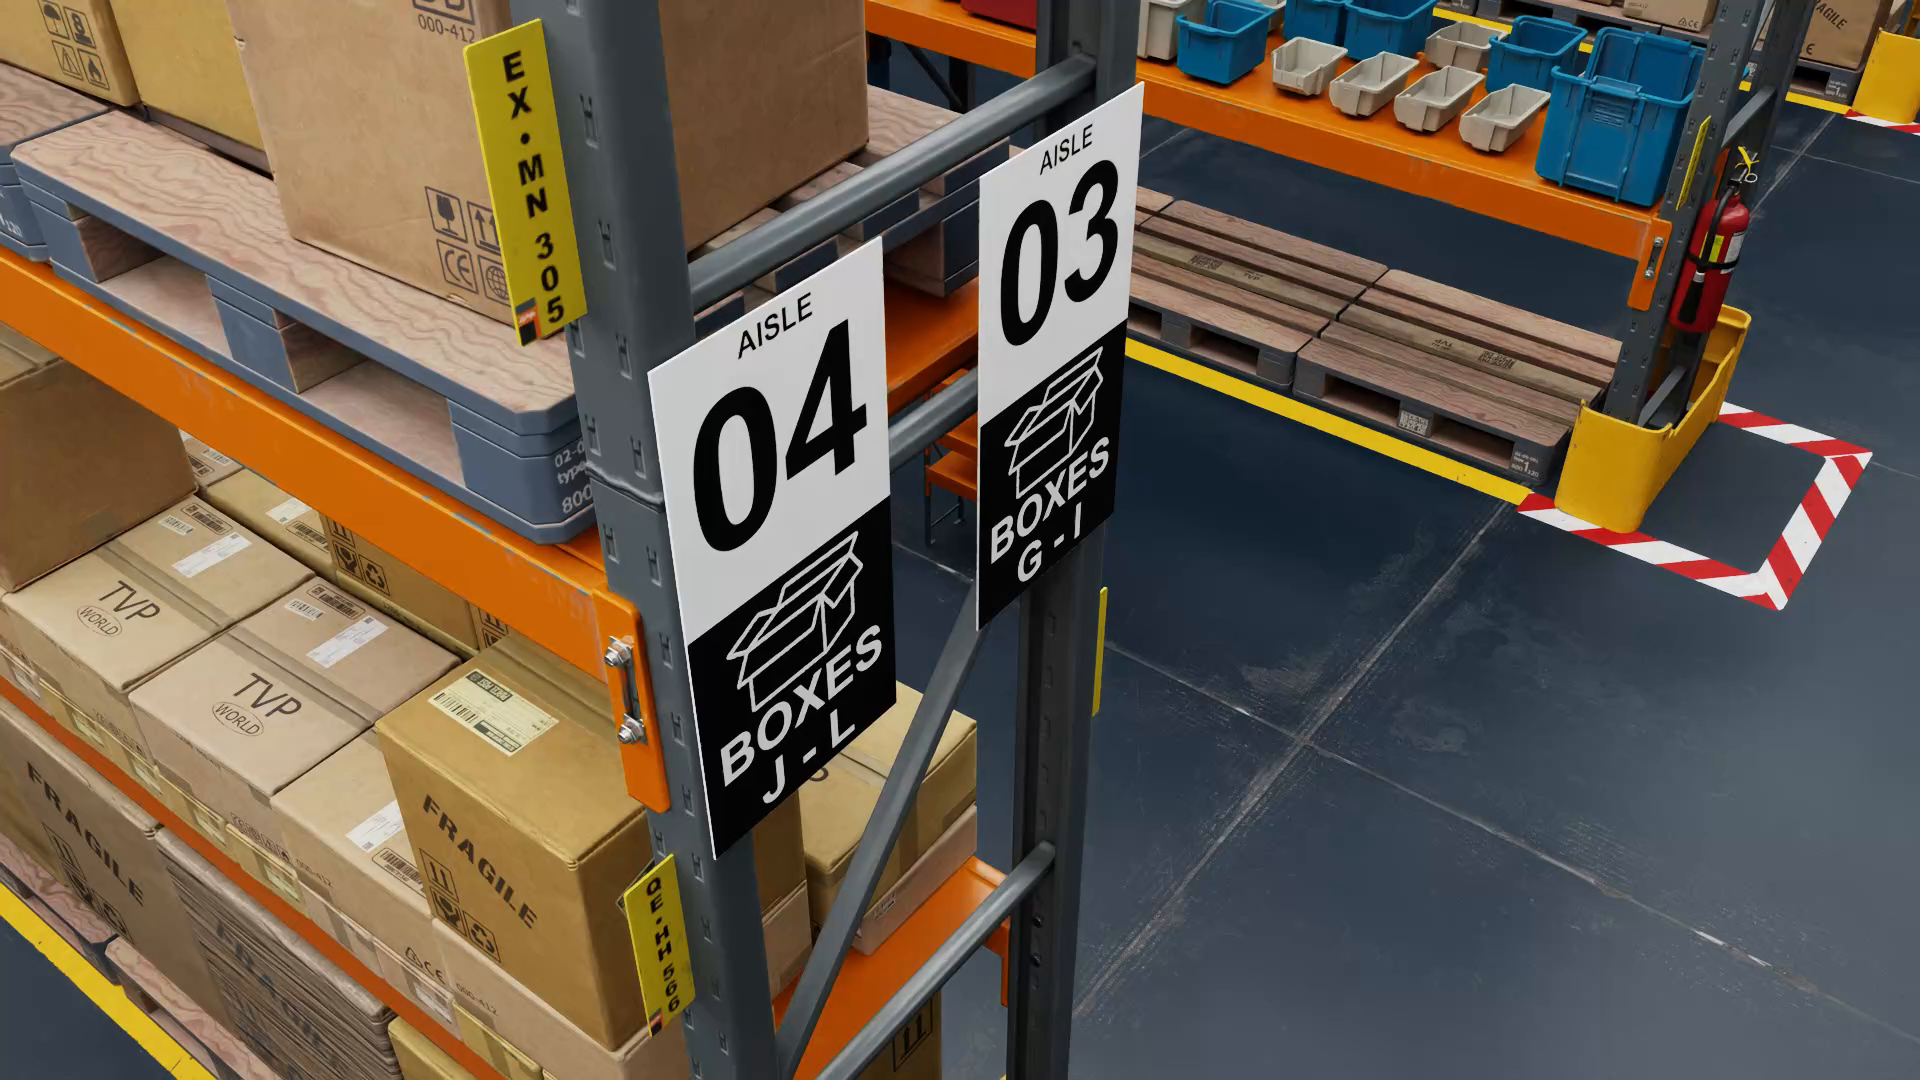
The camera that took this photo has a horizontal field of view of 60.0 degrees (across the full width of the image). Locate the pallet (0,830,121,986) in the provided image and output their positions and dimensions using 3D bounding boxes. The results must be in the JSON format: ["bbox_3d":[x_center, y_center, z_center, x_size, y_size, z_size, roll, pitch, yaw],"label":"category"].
[{"bbox_3d":[-2.713,0.806,5.550,1.213,0.211,1.003,25,45,29],"label":"pallet"}]

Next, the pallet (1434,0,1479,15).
[{"bbox_3d":[3.297,-4.109,11.827,1.213,0.211,1.003,25,45,29],"label":"pallet"}]

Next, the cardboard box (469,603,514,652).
[{"bbox_3d":[-0.707,0.030,3.550,0.500,0.500,0.500,24,44,28],"label":"cardboard box"}]

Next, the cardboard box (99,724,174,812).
[{"bbox_3d":[-1.789,0.437,3.963,0.250,0.149,0.380,26,45,29],"label":"cardboard box"}]

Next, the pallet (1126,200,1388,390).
[{"bbox_3d":[1.320,-1.230,8.149,1.213,0.211,1.003,25,45,29],"label":"pallet"}]

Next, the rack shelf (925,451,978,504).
[{"bbox_3d":[0.131,-0.201,6.465,0.480,0.148,0.258,25,45,29],"label":"rack shelf"}]

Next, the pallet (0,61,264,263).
[{"bbox_3d":[-1.661,-0.993,3.224,1.213,0.211,1.003,25,45,29],"label":"pallet"}]

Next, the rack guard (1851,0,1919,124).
[{"bbox_3d":[5.869,-3.011,10.190,0.348,0.500,1.175,25,45,29],"label":"rack guard"}]

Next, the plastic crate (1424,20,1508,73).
[{"bbox_3d":[2.177,-2.131,7.204,0.298,0.136,0.250,25,45,29],"label":"plastic crate"}]

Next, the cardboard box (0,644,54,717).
[{"bbox_3d":[-2.207,0.242,4.211,0.250,0.149,0.380,26,45,29],"label":"cardboard box"}]

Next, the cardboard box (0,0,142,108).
[{"bbox_3d":[-1.352,-1.151,2.850,0.500,0.500,0.700,22,43,26],"label":"cardboard box"}]

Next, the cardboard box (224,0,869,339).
[{"bbox_3d":[-0.538,-0.711,2.289,0.500,0.500,0.700,23,43,26],"label":"cardboard box"}]

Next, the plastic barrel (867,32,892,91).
[{"bbox_3d":[-0.682,-2.592,8.989,0.708,0.901,0.600,25,45,29],"label":"plastic barrel"}]

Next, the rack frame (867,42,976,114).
[{"bbox_3d":[-0.260,-3.041,8.200,0.127,3.000,1.000,25,45,29],"label":"rack frame"}]

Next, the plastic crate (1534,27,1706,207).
[{"bbox_3d":[2.537,-1.614,6.301,0.499,0.435,0.616,25,45,29],"label":"plastic crate"}]

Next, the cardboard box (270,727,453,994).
[{"bbox_3d":[-1.041,0.583,3.453,0.500,0.250,0.500,24,44,28],"label":"cardboard box"}]

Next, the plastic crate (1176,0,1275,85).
[{"bbox_3d":[1.130,-2.144,7.142,0.300,0.233,0.416,25,45,29],"label":"plastic crate"}]

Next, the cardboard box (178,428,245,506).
[{"bbox_3d":[-1.941,-0.253,4.520,0.500,0.250,0.500,26,45,29],"label":"cardboard box"}]

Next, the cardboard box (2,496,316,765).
[{"bbox_3d":[-1.862,0.199,3.943,0.500,0.250,0.500,25,45,29],"label":"cardboard box"}]

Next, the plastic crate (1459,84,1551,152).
[{"bbox_3d":[2.159,-1.679,6.627,0.243,0.136,0.396,25,45,29],"label":"plastic crate"}]

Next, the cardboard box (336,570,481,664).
[{"bbox_3d":[-1.123,0.131,4.030,0.500,0.250,0.500,24,44,27],"label":"cardboard box"}]

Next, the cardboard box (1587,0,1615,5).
[{"bbox_3d":[4.247,-3.954,11.035,0.637,0.503,0.797,25,45,29],"label":"cardboard box"}]

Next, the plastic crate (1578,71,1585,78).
[{"bbox_3d":[2.716,-1.877,6.879,0.298,0.136,0.250,25,45,29],"label":"plastic crate"}]

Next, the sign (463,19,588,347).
[{"bbox_3d":[-0.433,-0.355,1.683,0.005,0.325,0.100,25,45,29],"label":"sign"}]

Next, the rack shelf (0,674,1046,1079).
[{"bbox_3d":[-1.681,0.417,4.368,4.000,0.370,1.077,25,45,29],"label":"rack shelf"}]

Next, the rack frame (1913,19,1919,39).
[{"bbox_3d":[5.929,-3.967,9.383,0.127,3.000,1.000,25,45,29],"label":"rack frame"}]

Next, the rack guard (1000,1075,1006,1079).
[{"bbox_3d":[-0.073,1.876,3.948,0.348,0.500,1.175,25,45,29],"label":"rack guard"}]

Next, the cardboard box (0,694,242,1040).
[{"bbox_3d":[-2.079,0.679,4.832,0.875,0.875,0.875,25,45,29],"label":"cardboard box"}]

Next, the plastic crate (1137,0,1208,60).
[{"bbox_3d":[0.841,-2.356,7.373,0.530,0.282,0.437,25,45,29],"label":"plastic crate"}]

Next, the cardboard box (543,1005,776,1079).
[{"bbox_3d":[-0.575,1.009,3.231,0.250,0.149,0.380,26,45,29],"label":"cardboard box"}]

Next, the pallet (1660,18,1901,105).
[{"bbox_3d":[5.235,-3.195,10.660,1.213,0.211,1.003,25,45,29],"label":"pallet"}]

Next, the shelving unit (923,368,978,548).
[{"bbox_3d":[0.131,-0.410,6.301,0.503,1.200,0.258,25,45,29],"label":"shelving unit"}]

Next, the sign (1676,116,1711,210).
[{"bbox_3d":[2.595,-1.331,5.885,0.005,0.325,0.100,25,45,29],"label":"sign"}]

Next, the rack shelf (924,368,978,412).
[{"bbox_3d":[0.131,-0.534,6.205,0.480,0.148,0.258,25,45,29],"label":"rack shelf"}]

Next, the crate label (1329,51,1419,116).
[{"bbox_3d":[1.702,-1.887,6.892,0.243,0.136,0.396,25,45,29],"label":"crate label"}]

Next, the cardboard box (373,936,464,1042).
[{"bbox_3d":[-0.982,0.818,3.476,0.250,0.149,0.380,25,45,29],"label":"cardboard box"}]

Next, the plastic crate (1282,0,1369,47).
[{"bbox_3d":[1.636,-2.359,7.418,0.300,0.233,0.416,25,45,29],"label":"plastic crate"}]

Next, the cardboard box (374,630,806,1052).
[{"bbox_3d":[-0.639,0.476,2.981,0.500,0.500,0.500,26,45,29],"label":"cardboard box"}]

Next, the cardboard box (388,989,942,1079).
[{"bbox_3d":[-0.649,1.353,3.971,0.875,0.875,0.875,25,45,29],"label":"cardboard box"}]

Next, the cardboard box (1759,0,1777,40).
[{"bbox_3d":[5.081,-3.303,10.477,0.250,0.166,0.380,25,45,29],"label":"cardboard box"}]

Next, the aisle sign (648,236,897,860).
[{"bbox_3d":[-0.217,0.033,2.166,0.004,0.787,0.394,25,45,29],"label":"aisle sign"}]

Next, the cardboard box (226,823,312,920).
[{"bbox_3d":[-1.387,0.628,3.719,0.250,0.149,0.380,24,44,28],"label":"cardboard box"}]

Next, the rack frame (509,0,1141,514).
[{"bbox_3d":[-0.092,-1.479,1.340,0.127,3.000,1.000,25,45,29],"label":"rack frame"}]
